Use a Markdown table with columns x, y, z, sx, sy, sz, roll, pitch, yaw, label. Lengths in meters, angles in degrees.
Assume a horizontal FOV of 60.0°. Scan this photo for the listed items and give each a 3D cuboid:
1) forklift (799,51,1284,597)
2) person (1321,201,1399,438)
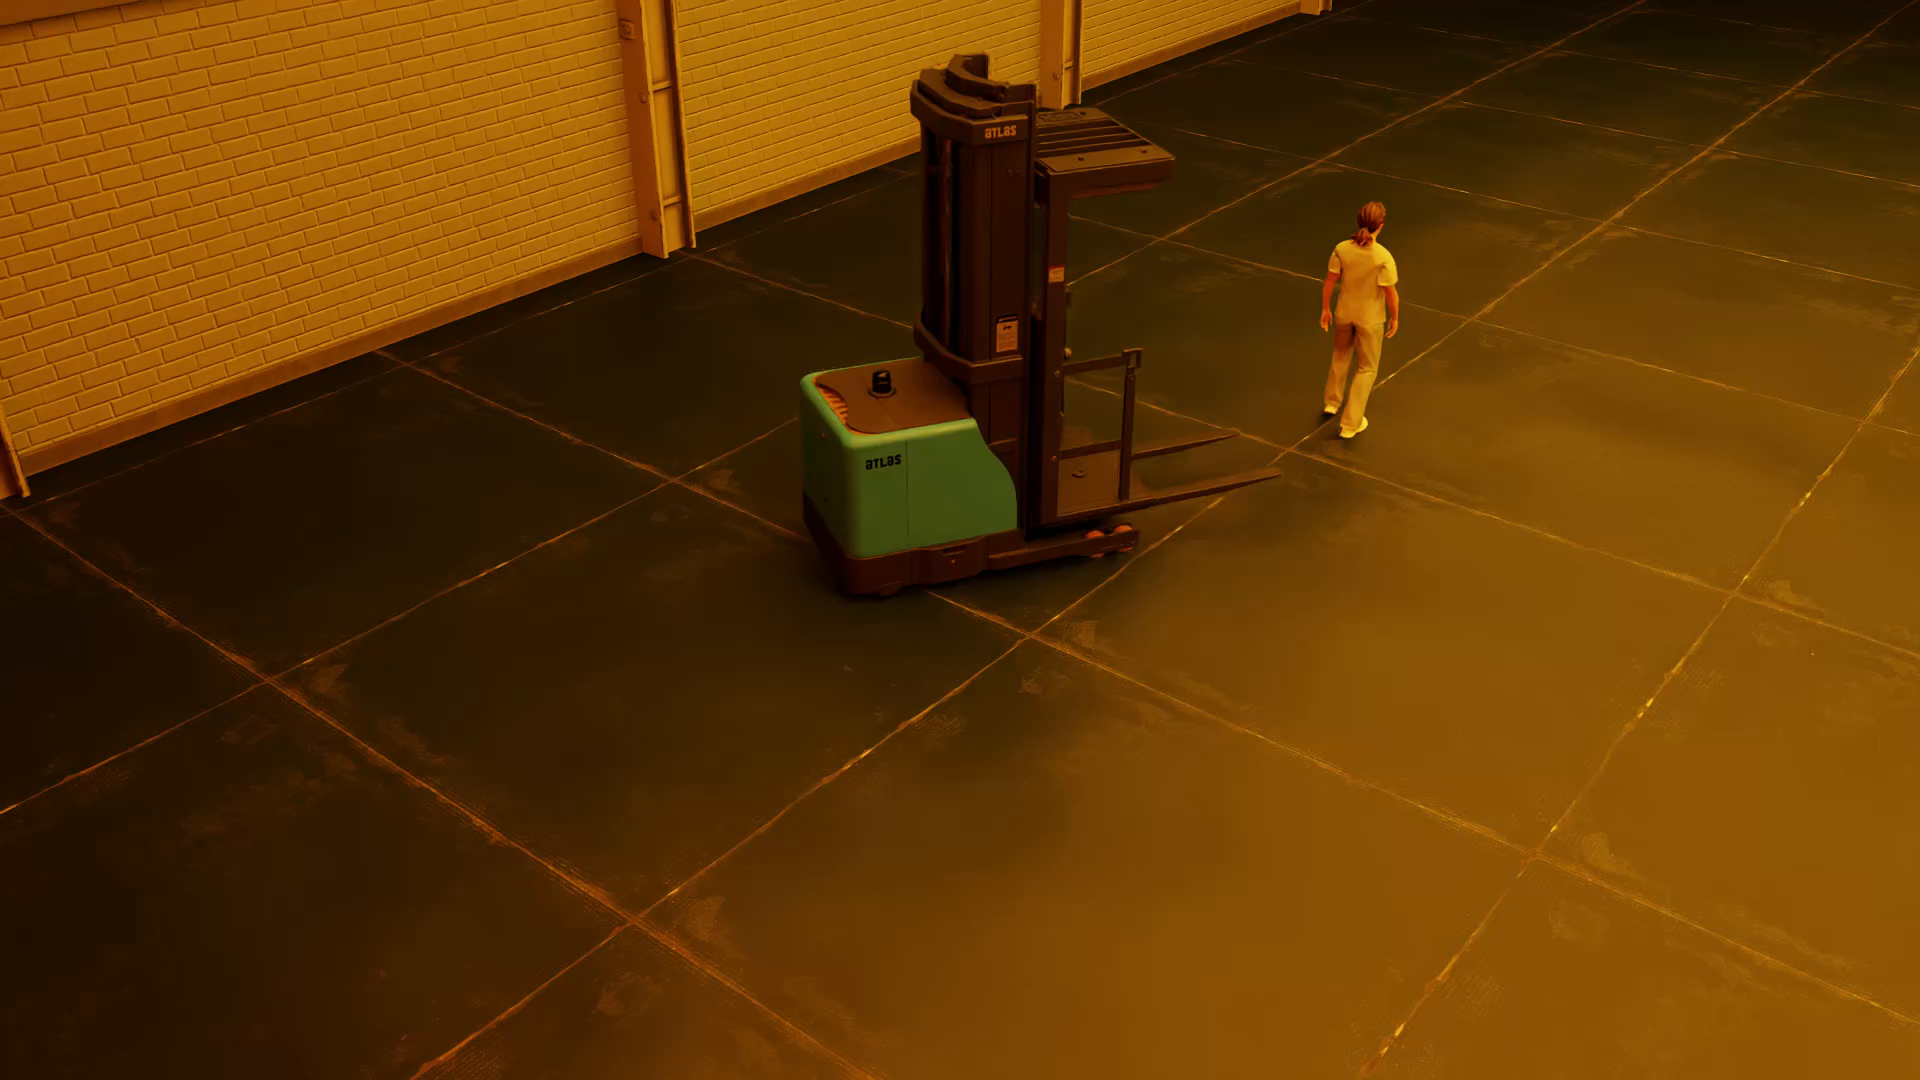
| x | y | z | sx | sy | sz | roll | pitch | yaw | label |
| --- | --- | --- | --- | --- | --- | --- | --- | --- | --- |
| 0.578 | -1.390 | 9.973 | 3.031 | 2.935 | 1.130 | -11 | 32 | -18 | forklift |
| 2.793 | -1.533 | 11.539 | 0.534 | 1.709 | 0.519 | 22 | 37 | 32 | person |
